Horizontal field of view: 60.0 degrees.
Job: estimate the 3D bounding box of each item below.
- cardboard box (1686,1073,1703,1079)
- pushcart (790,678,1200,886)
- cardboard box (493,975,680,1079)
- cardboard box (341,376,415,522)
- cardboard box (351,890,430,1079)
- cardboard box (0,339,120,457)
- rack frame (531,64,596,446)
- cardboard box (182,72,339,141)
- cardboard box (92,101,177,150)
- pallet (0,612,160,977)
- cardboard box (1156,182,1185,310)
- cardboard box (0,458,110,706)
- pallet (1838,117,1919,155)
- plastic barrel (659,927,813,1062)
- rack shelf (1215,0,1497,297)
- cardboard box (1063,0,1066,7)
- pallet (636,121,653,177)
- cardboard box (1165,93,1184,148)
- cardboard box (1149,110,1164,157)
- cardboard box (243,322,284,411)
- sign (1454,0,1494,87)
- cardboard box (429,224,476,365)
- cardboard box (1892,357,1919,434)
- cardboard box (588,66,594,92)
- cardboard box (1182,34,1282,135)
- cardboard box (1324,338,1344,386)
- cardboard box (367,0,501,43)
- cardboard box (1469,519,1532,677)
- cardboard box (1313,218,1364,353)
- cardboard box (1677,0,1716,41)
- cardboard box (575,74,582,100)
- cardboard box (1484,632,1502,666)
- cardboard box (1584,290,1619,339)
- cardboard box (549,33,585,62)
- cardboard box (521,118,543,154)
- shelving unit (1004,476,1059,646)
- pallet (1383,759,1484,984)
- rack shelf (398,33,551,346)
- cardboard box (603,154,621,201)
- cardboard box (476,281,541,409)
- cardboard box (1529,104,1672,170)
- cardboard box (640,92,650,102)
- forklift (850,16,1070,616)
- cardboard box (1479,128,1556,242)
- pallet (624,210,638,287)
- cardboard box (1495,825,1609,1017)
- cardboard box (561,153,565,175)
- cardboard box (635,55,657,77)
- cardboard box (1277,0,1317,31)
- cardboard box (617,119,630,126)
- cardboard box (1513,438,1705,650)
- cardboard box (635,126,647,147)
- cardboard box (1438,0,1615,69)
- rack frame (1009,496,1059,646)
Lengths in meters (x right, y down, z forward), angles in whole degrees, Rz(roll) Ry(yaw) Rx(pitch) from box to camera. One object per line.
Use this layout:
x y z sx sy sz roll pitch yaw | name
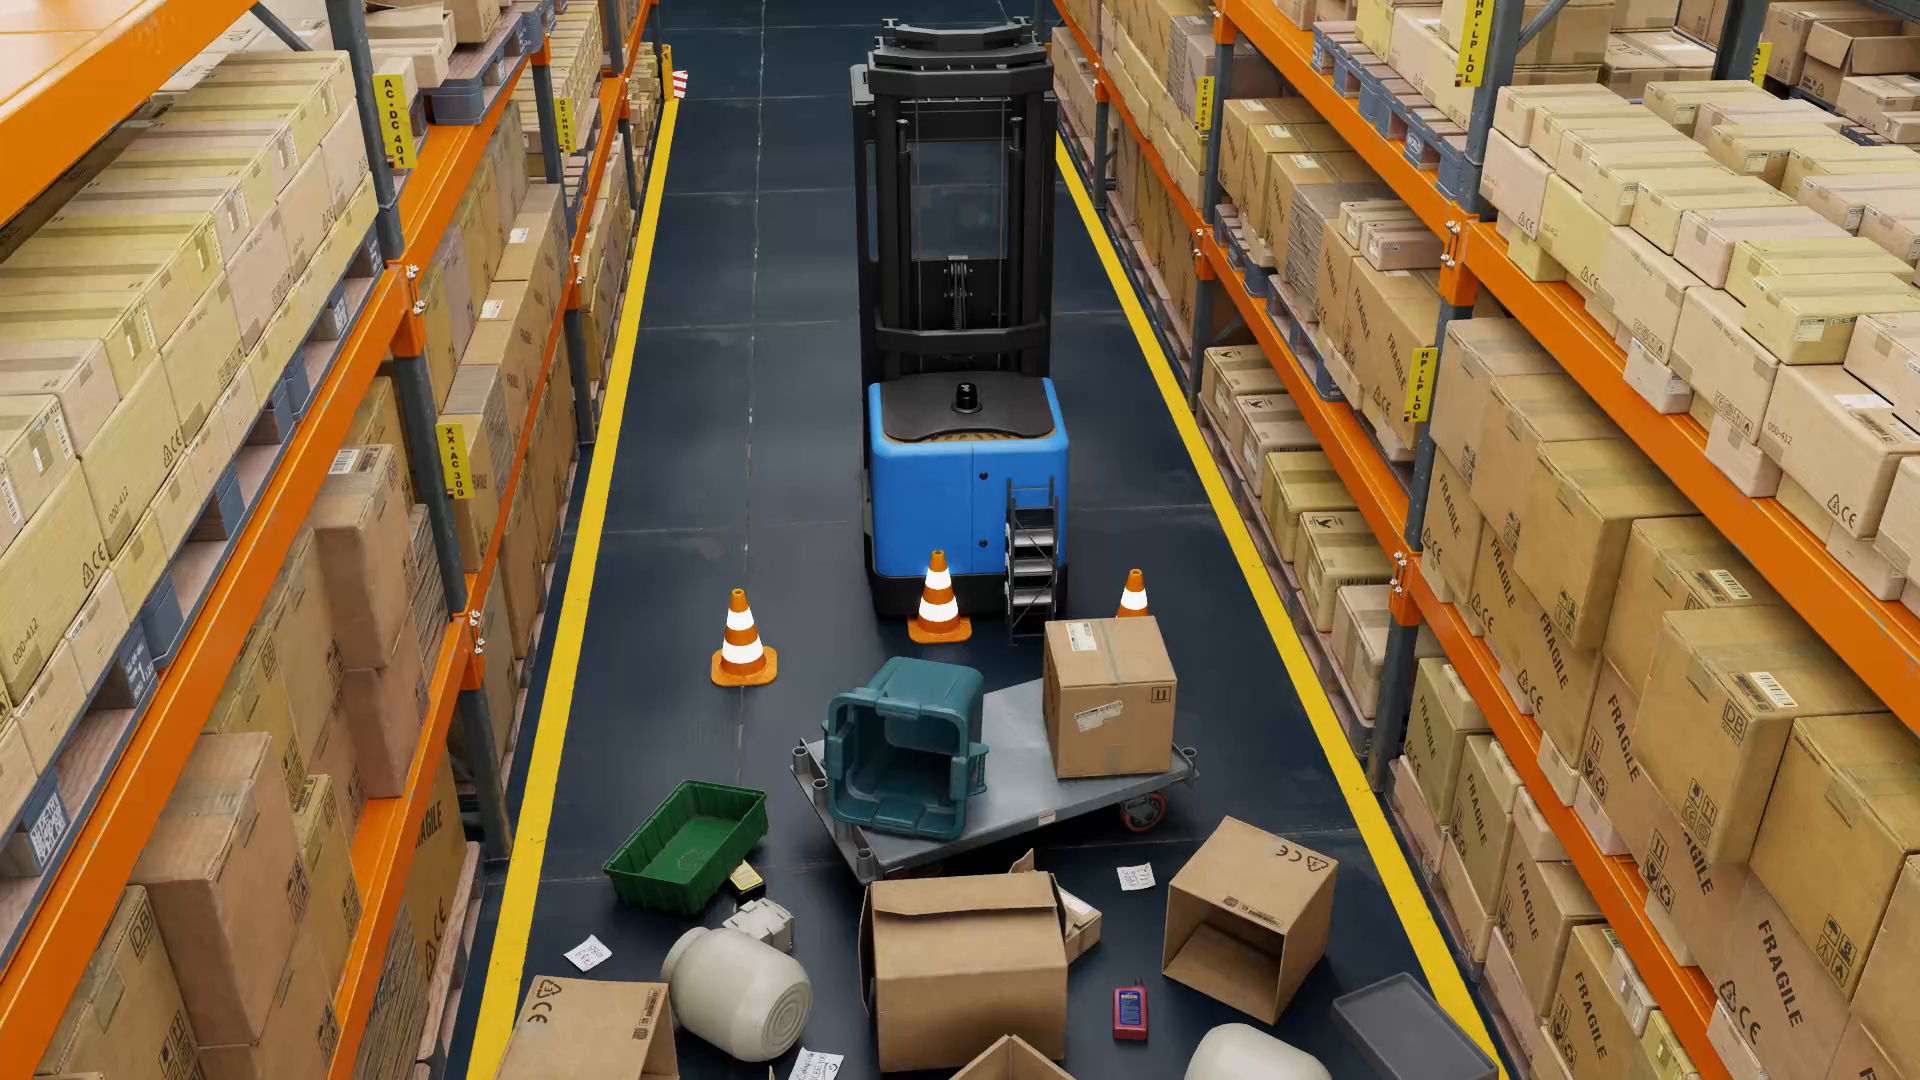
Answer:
2.358 1.703 4.882 0.380 0.149 0.250 -2 31 -3 | cardboard box
0.155 1.102 7.537 1.648 0.377 0.936 -14 33 -22 | pushcart
-1.332 1.946 6.003 0.500 0.500 0.500 2 31 4 | cardboard box
-2.499 -0.208 5.973 0.875 0.550 0.550 -3 31 -5 | cardboard box
-2.422 1.647 5.731 0.875 0.875 0.875 -3 31 -4 | cardboard box
-1.934 -0.278 3.325 0.380 0.149 0.250 -3 31 -5 | cardboard box
-2.873 -1.912 10.026 1.000 3.000 0.127 -3 31 -5 | rack frame
-2.124 -1.315 5.061 0.380 0.149 0.250 -3 31 -5 | cardboard box
-2.732 -1.181 5.226 0.500 0.250 0.500 -3 31 -4 | cardboard box
-2.205 0.544 3.075 1.003 0.211 1.213 -3 31 -5 | pallet
1.985 -2.281 12.306 0.875 0.875 0.875 -2 31 -4 | cardboard box
-1.963 0.080 3.114 0.500 0.250 0.500 -3 31 -5 | cardboard box
6.855 -2.701 11.534 1.213 0.211 1.003 -3 31 -5 | pallet
-0.866 1.742 6.421 0.512 0.421 0.421 20 36 29 | plastic barrel
2.233 -2.159 8.215 1.077 0.370 4.000 -3 31 -5 | rack shelf
1.226 -5.297 15.595 0.500 0.500 0.500 -2 31 -3 | cardboard box
-3.461 -3.723 15.776 1.003 0.211 1.213 -3 31 -5 | pallet
1.697 -2.848 11.251 0.500 0.250 0.500 -4 31 -6 | cardboard box
1.646 -2.900 11.826 0.500 0.250 0.500 -3 31 -5 | cardboard box
-2.026 -0.452 4.394 0.380 0.149 0.250 -3 31 -5 | cardboard box
1.868 -1.809 6.040 0.100 0.325 0.005 -3 31 -5 | sign
-2.648 -1.116 7.620 0.700 0.500 0.500 -3 31 -4 | cardboard box
2.452 -0.317 3.898 0.380 0.149 0.250 -3 31 -5 | cardboard box
-2.943 -3.445 12.429 0.380 0.149 0.250 -4 31 -7 | cardboard box
1.738 -2.924 10.648 0.500 0.500 0.500 -4 31 -6 | cardboard box
2.003 -0.876 8.126 0.380 0.149 0.250 -3 31 -4 | cardboard box
-2.431 -2.592 7.634 0.500 0.500 0.500 -3 31 -5 | cardboard box
2.254 0.164 6.163 0.500 0.500 0.500 -3 31 -5 | cardboard box
2.059 -1.251 8.122 0.500 0.500 0.500 -2 31 -3 | cardboard box
6.437 -4.448 13.765 0.700 0.500 0.500 -2 31 -3 | cardboard box
-2.869 -3.164 11.667 0.380 0.149 0.250 -2 31 -3 | cardboard box
2.261 0.386 6.423 0.380 0.149 0.250 -3 31 -5 | cardboard box
2.291 -0.780 5.451 0.380 0.149 0.250 -2 31 -3 | cardboard box
-2.922 -3.558 12.036 0.380 0.149 0.250 -4 31 -6 | cardboard box
-2.723 -2.487 10.244 0.380 0.149 0.250 -3 31 -5 | cardboard box
0.370 0.118 8.676 0.258 0.900 0.210 -2 31 -4 | shelving unit
2.518 1.380 7.234 1.003 0.211 1.213 -3 31 -5 | pallet
-2.686 -1.870 7.732 1.077 0.370 4.000 -3 31 -5 | rack shelf
-2.890 -2.752 12.729 0.500 0.250 0.500 -1 31 -2 | cardboard box
-2.419 -0.966 8.345 0.500 0.500 0.500 -2 31 -4 | cardboard box
2.178 -1.373 5.666 0.380 0.149 0.250 -2 31 -3 | cardboard box
-3.170 -4.164 15.877 0.380 0.149 0.250 -1 31 -2 | cardboard box
-0.046 -1.580 9.538 1.130 2.935 3.031 -2 31 -4 | forklift
2.189 -1.272 5.885 0.500 0.250 0.500 -3 31 -6 | cardboard box
-3.172 -2.360 13.495 1.003 0.211 1.213 -3 31 -5 | pallet
2.315 1.371 6.069 0.500 0.500 0.500 -1 31 -2 | cardboard box
-2.738 -2.360 10.611 0.380 0.149 0.250 -1 31 -2 | cardboard box
-3.201 -4.693 16.472 0.380 0.149 0.250 -3 31 -6 | cardboard box
2.125 -3.047 8.904 0.700 0.500 0.500 -3 31 -5 | cardboard box
-3.112 -3.622 14.679 0.380 0.149 0.250 -3 31 -5 | cardboard box
2.291 -0.004 5.469 0.700 0.500 0.500 -3 31 -6 | cardboard box
-3.122 -3.772 15.511 0.380 0.149 0.250 -4 31 -6 | cardboard box
2.239 -2.067 6.609 0.500 0.250 0.500 -2 31 -3 | cardboard box
0.378 0.170 8.589 0.240 0.900 0.006 -2 31 -4 | rack frame
